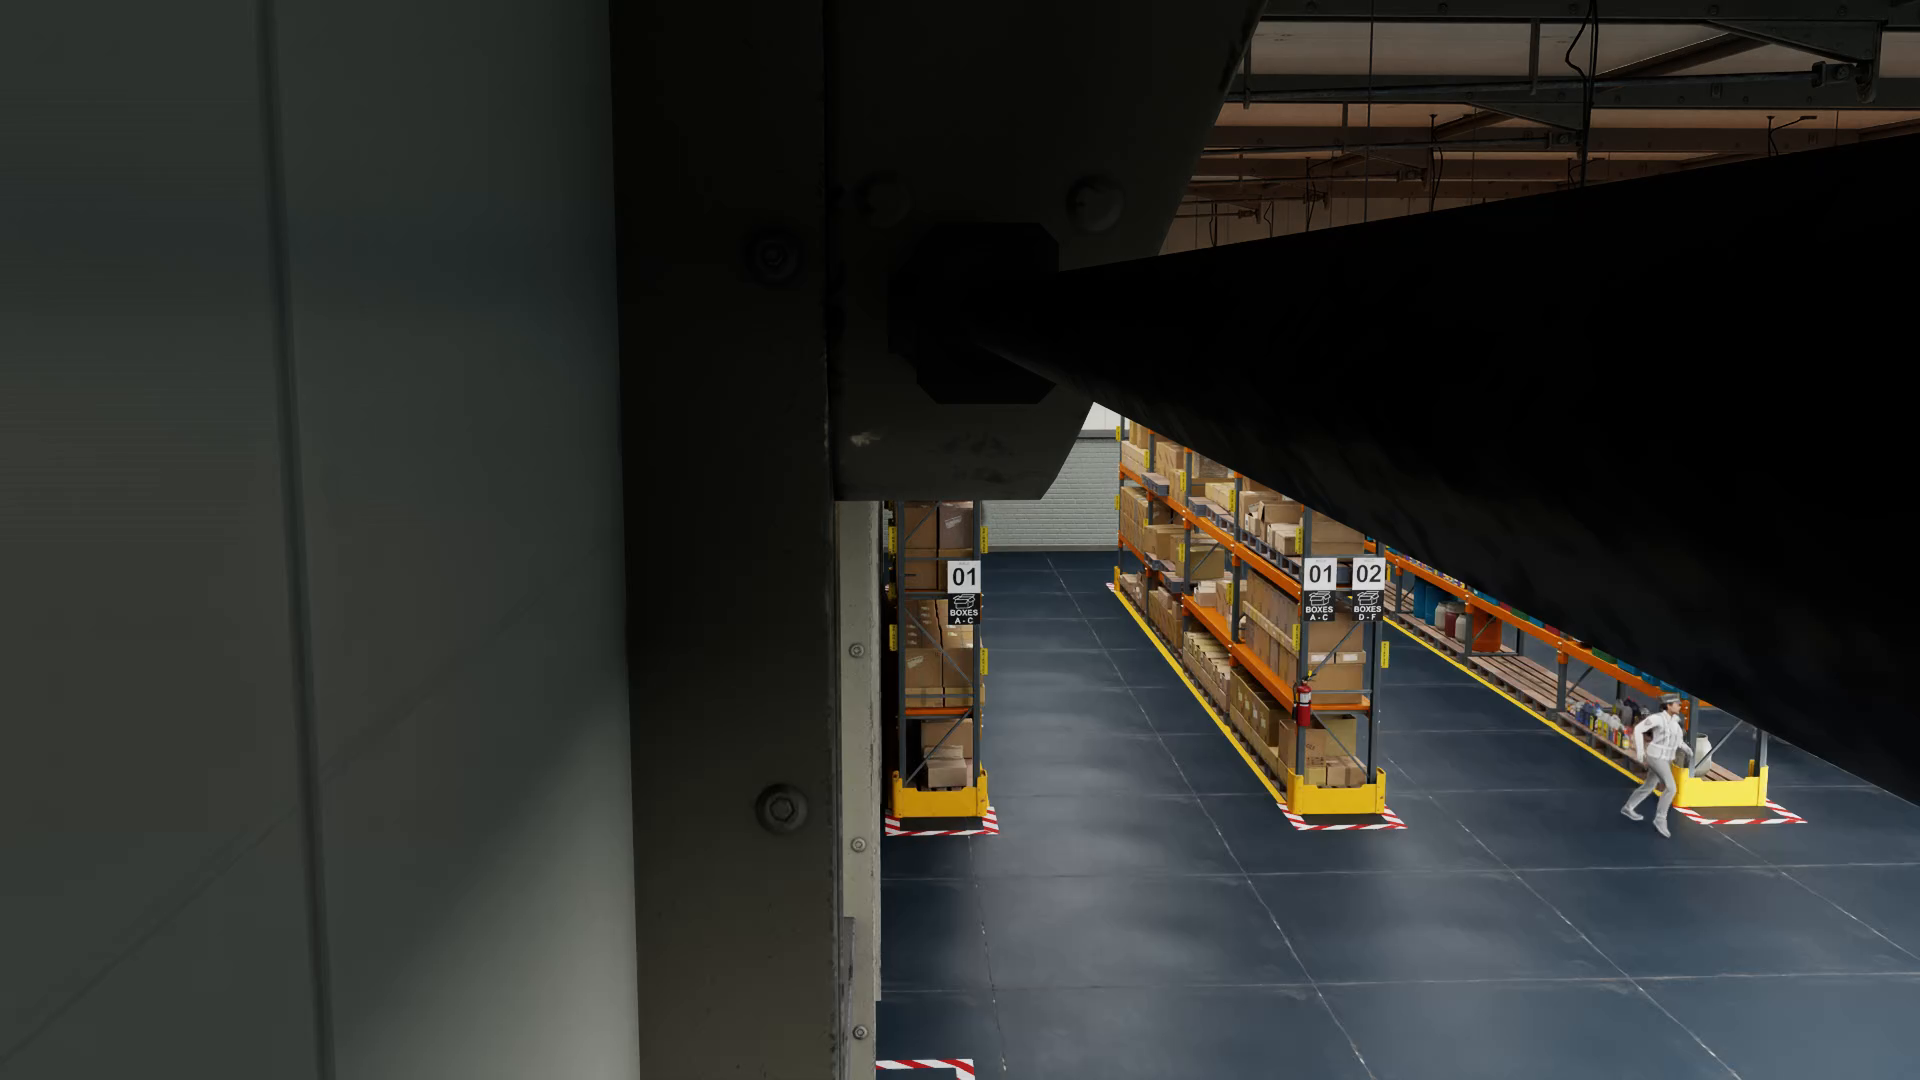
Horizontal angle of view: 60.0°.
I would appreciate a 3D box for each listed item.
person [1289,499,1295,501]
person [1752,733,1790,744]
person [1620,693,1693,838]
[{"bbox_3d":[7.603,-0.226,40.212,1.104,1.626,0.702,4,9,25],"label":"person"},{"bbox_3d":[11.777,2.071,23.662,0.780,1.742,0.568,0,8,0],"label":"person"},{"bbox_3d":[8.378,2.639,19.965,0.661,1.662,0.798,-6,10,-38],"label":"person"}]
